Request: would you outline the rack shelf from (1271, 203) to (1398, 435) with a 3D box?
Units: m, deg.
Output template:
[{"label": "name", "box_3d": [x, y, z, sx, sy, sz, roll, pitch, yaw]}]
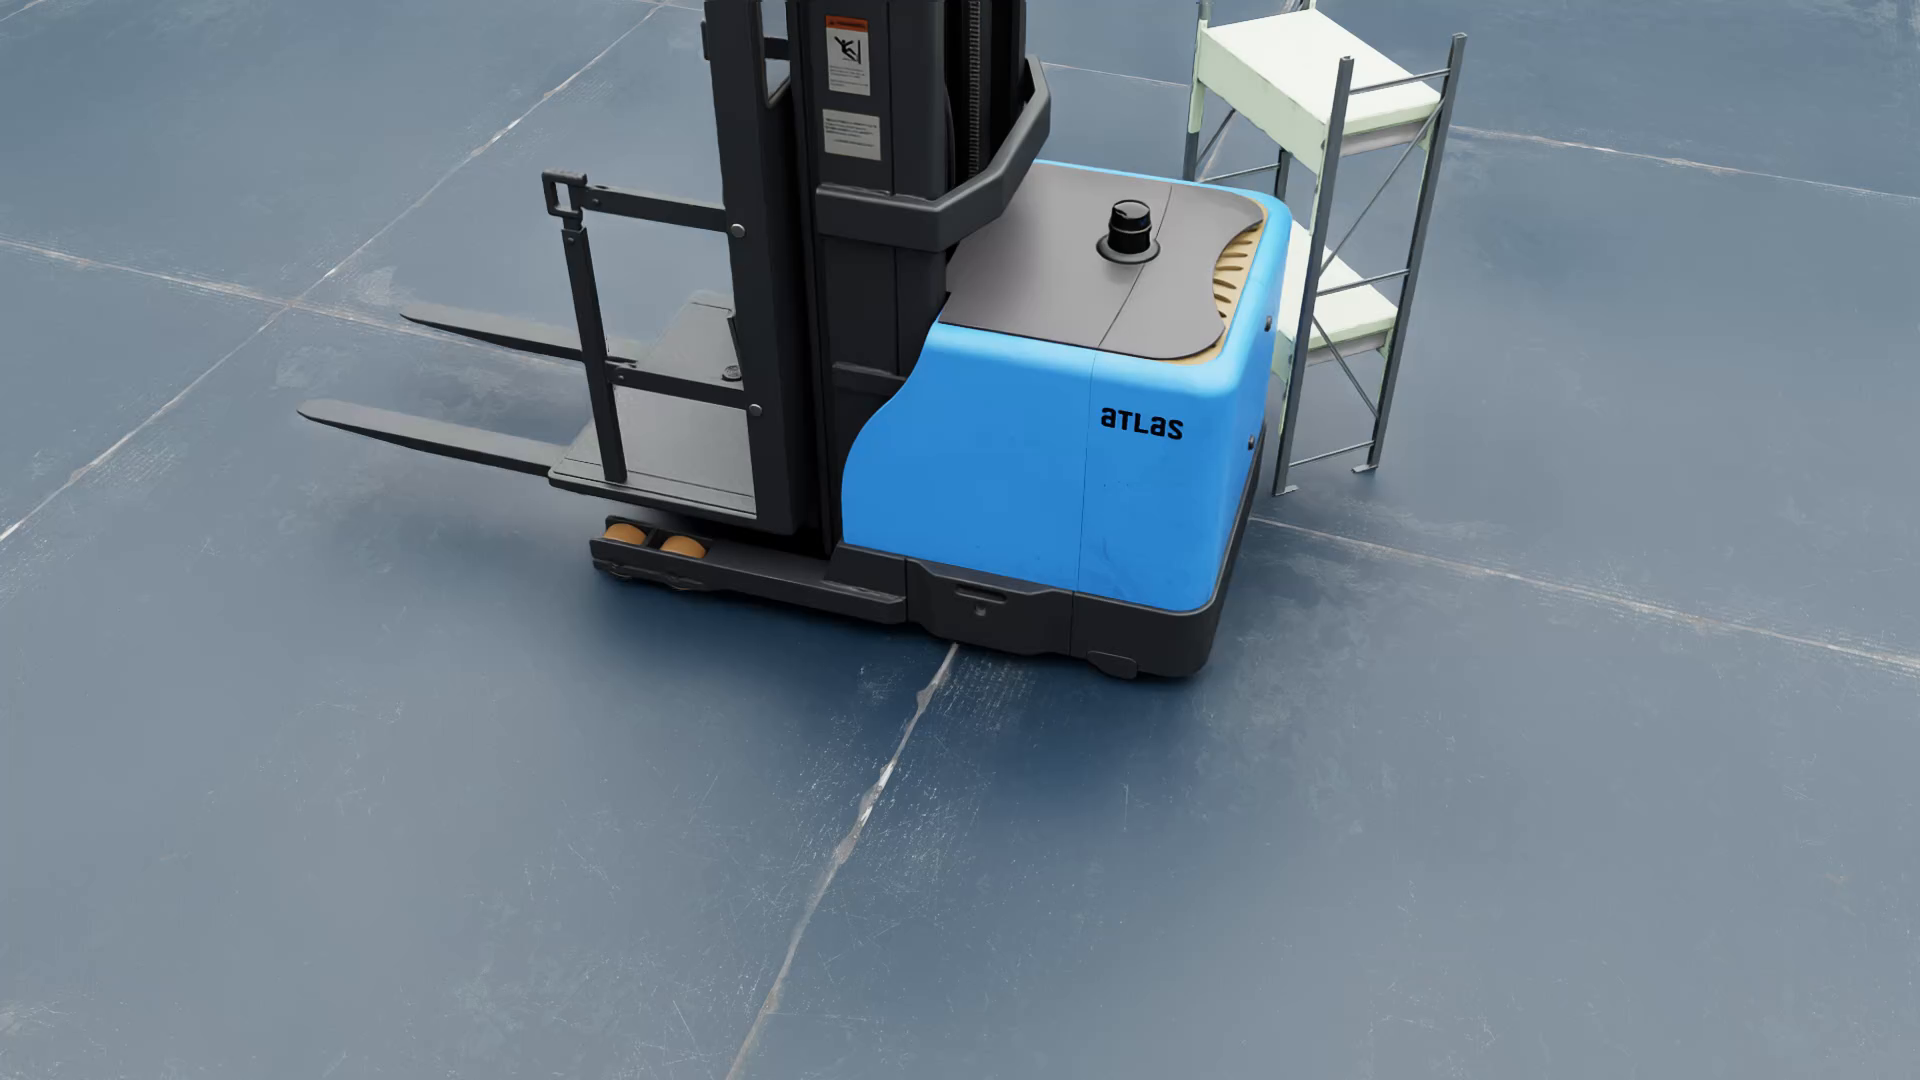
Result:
[{"label": "rack shelf", "box_3d": [1.059, -0.738, 5.462, 0.431, 0.370, 0.720, -16, 43, -18]}]

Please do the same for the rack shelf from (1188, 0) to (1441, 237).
[{"label": "rack shelf", "box_3d": [1.059, -1.283, 4.997, 0.431, 0.370, 0.720, -16, 43, -18]}]

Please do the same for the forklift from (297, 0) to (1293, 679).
[{"label": "forklift", "box_3d": [-0.612, -1.276, 4.487, 3.031, 2.935, 1.130, 12, 42, 13]}]

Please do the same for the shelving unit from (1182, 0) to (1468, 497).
[{"label": "shelving unit", "box_3d": [1.059, -0.986, 5.250, 0.431, 1.500, 0.755, -16, 43, -18]}]

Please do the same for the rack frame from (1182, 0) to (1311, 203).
[{"label": "rack frame", "box_3d": [0.913, -1.204, 5.505, 0.400, 1.500, 0.023, -16, 43, -18]}]

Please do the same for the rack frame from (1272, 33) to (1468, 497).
[{"label": "rack frame", "box_3d": [1.205, -0.768, 4.995, 0.400, 1.500, 0.023, -16, 43, -18]}]
